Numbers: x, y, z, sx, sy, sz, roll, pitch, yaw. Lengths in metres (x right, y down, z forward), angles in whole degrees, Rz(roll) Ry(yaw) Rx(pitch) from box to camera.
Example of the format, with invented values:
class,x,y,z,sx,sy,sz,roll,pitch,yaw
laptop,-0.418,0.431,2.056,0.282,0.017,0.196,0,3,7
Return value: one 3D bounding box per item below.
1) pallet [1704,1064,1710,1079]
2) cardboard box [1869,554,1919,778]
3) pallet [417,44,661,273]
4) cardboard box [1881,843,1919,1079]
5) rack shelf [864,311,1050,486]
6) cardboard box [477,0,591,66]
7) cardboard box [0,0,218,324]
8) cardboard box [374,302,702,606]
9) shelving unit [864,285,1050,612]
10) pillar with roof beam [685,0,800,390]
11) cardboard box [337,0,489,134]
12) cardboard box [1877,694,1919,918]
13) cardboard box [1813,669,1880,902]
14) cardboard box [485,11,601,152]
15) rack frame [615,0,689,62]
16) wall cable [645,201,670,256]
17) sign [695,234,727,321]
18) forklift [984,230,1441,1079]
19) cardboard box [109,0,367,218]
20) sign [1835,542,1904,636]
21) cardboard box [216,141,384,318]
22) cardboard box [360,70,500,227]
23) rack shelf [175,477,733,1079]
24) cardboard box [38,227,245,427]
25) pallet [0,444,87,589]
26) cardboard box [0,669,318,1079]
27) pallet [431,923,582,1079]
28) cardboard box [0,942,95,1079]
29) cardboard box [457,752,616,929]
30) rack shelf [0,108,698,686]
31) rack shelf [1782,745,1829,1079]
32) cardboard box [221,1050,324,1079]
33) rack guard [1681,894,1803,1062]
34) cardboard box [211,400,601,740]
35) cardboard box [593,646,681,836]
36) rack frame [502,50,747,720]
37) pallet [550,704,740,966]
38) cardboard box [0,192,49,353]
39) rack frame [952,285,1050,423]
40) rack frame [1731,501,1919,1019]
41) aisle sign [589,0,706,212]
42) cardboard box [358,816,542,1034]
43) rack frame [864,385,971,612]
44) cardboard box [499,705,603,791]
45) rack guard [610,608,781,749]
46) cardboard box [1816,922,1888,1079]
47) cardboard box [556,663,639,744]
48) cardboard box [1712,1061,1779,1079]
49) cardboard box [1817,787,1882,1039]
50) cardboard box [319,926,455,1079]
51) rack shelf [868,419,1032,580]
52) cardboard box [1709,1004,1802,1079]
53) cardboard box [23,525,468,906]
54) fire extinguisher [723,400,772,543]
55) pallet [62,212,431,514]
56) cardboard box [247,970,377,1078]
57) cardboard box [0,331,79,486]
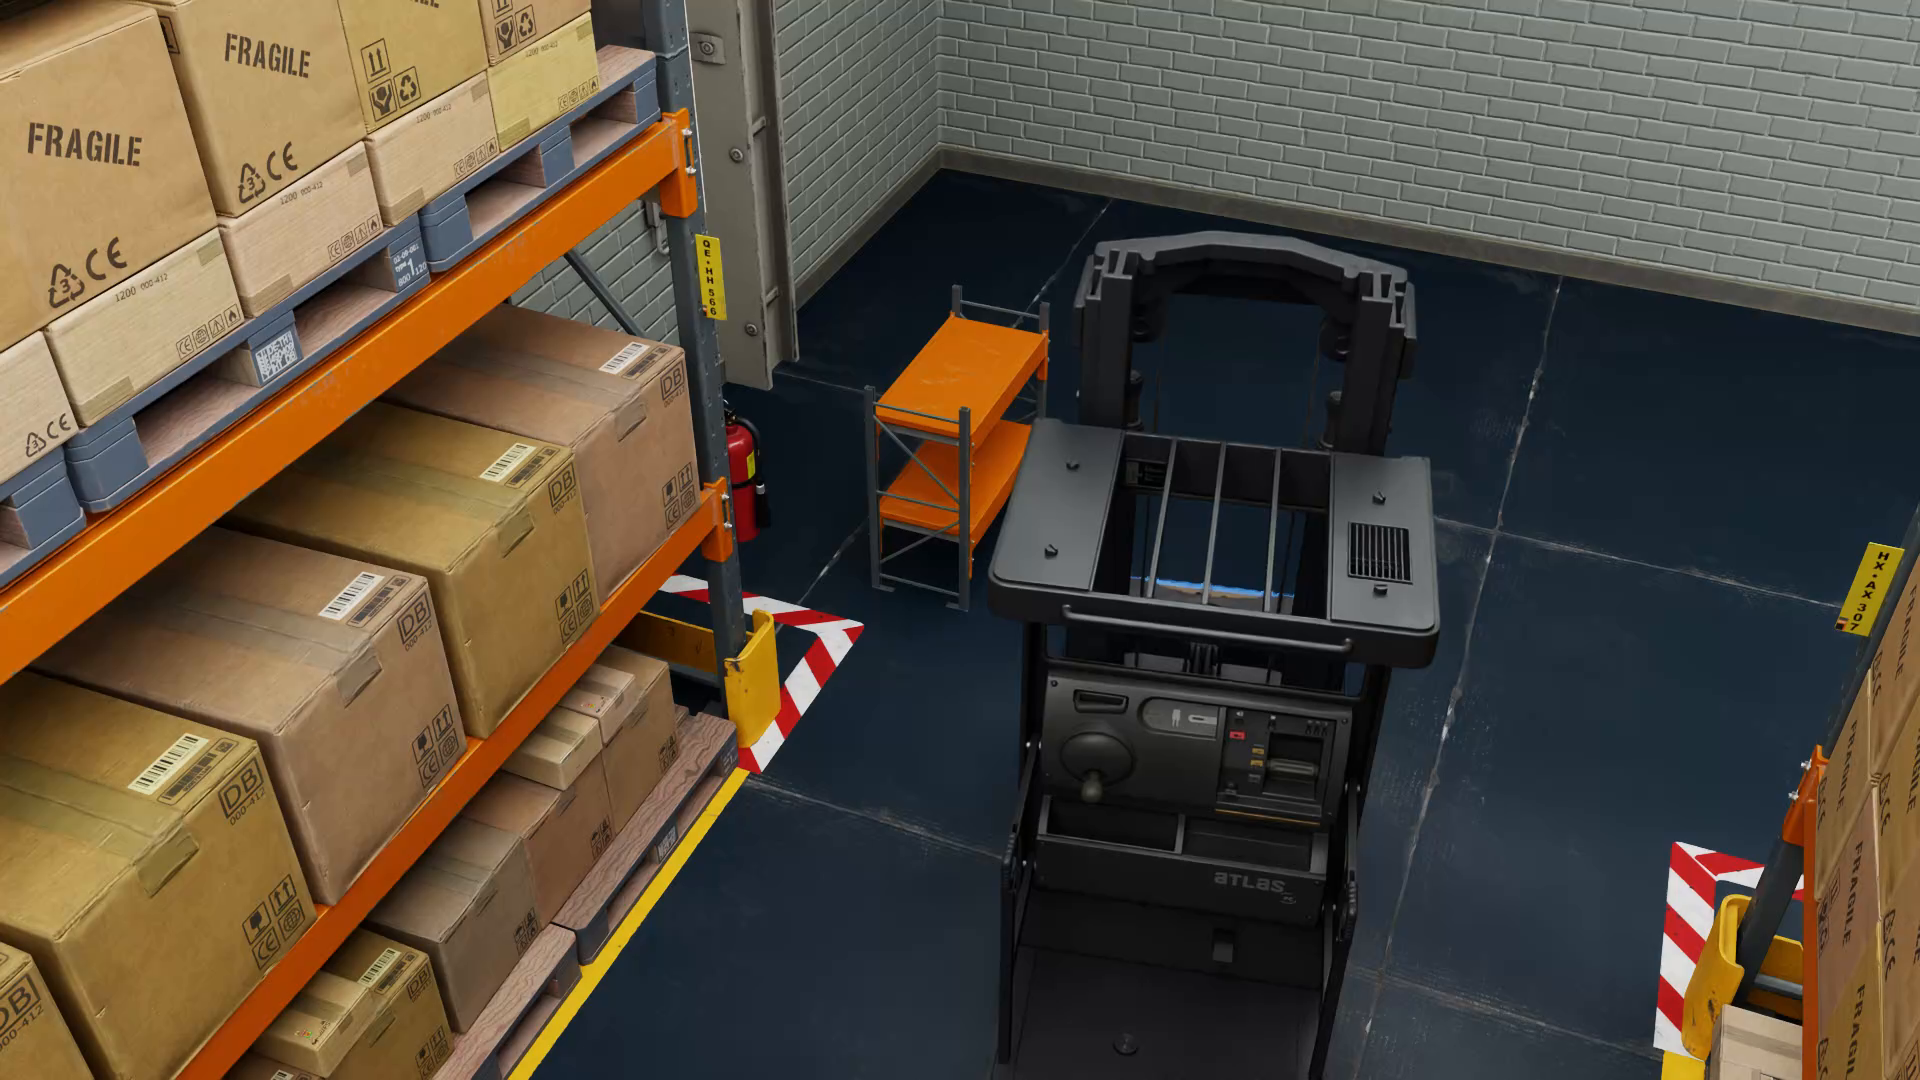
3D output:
class,x,y,z,sx,sy,sz,roll,pitch,yaw
pallet,2.864,2.220,5.205,1.003,0.211,1.213,14,39,18
cardboard box,2.783,0.365,4.440,0.500,0.500,0.500,15,39,19
pallet,-1.659,-1.260,5.100,1.003,0.211,1.213,14,39,18
cardboard box,2.396,0.932,3.681,0.500,0.500,0.500,14,39,18
rack shelf,0.003,-0.689,7.845,0.538,0.278,1.000,14,39,18
cardboard box,-1.413,-1.690,4.666,0.500,0.500,0.500,14,39,18
cardboard box,-2.005,-0.834,3.521,0.500,0.500,0.500,14,39,18
cardboard box,-1.572,-0.342,6.054,0.980,0.700,0.700,16,40,20
shelving unit,0.003,-0.454,8.020,0.538,1.125,1.048,14,39,18
pillar with roof beam,2.822,-3.621,5.680,9.100,9.000,0.400,14,39,18
cardboard box,-1.613,-1.415,4.298,0.500,0.500,0.500,15,39,19
cardboard box,2.591,0.656,4.050,0.500,0.500,0.500,14,39,18
cardboard box,2.783,0.765,4.739,0.500,0.500,0.500,15,39,19
cardboard box,-1.420,-1.391,4.892,0.500,0.250,0.500,15,39,19
rack frame,-1.387,-2.910,4.728,1.000,3.000,0.127,14,39,18
wall cable,-1.774,-1.838,7.457,0.084,1.984,1.851,14,39,18
sign,-0.890,-0.934,5.931,0.100,0.325,0.005,14,39,18
forklift,0.681,0.717,4.944,1.130,2.935,3.031,7,37,9
cardboard box,-1.804,-1.124,3.909,0.500,0.500,0.500,12,38,16
sign,2.694,0.149,4.923,0.100,0.325,0.005,14,39,18
cardboard box,-1.810,-0.813,4.119,0.500,0.250,0.500,13,39,16
cardboard box,-1.617,-1.102,4.506,0.500,0.250,0.500,12,39,16
rack shelf,-2.148,0.889,5.258,1.077,0.370,4.000,14,39,18
cardboard box,-2.007,-0.529,3.739,0.500,0.250,0.500,13,39,17
pallet,-2.588,0.091,3.293,1.003,0.211,1.213,14,39,18
cardboard box,-2.404,0.888,4.407,0.980,0.700,0.700,13,39,17
pallet,-2.084,1.744,5.842,1.003,0.211,1.213,14,39,18
cardboard box,-2.687,1.291,3.868,0.980,0.700,0.700,14,39,18
cardboard box,-1.751,1.014,6.227,0.700,0.500,0.500,14,39,18
rack shelf,-2.148,-0.313,4.360,1.077,0.370,4.000,14,39,18
rack shelf,2.435,2.015,3.751,1.077,0.370,4.000,14,39,18
cardboard box,-2.335,1.873,5.078,0.700,0.500,0.500,13,39,17
rack guard,3.167,1.663,5.709,1.175,0.500,0.348,14,39,18
cardboard box,-1.838,0.063,5.511,0.980,0.700,0.700,14,39,17
cardboard box,-1.561,0.736,6.598,0.700,0.500,0.500,14,39,18
rack frame,-1.387,-0.507,6.524,1.000,3.000,0.127,14,39,18
pallet,-1.619,1.071,6.743,1.003,0.211,1.213,14,39,18
cardboard box,-2.188,-0.559,3.153,0.500,0.500,0.500,13,39,17
rack frame,0.196,-0.736,8.396,0.500,1.125,0.032,14,39,18
rack frame,3.196,0.619,5.017,1.000,3.000,0.127,14,39,18
aisle sign,-1.082,-1.520,5.708,0.394,0.787,0.004,14,39,18
cardboard box,-1.942,1.292,5.854,0.700,0.500,0.500,13,39,16
rack frame,-0.191,-0.173,7.643,0.500,1.125,0.032,14,39,18
cardboard box,-1.538,0.731,6.063,0.380,0.149,0.250,15,39,19
rack guard,-1.378,0.481,7.290,1.175,0.500,0.348,14,39,18
cardboard box,2.398,1.329,3.984,0.500,0.500,0.500,14,39,18
cardboard box,-1.441,0.589,6.253,0.380,0.149,0.250,13,39,17
cardboard box,2.623,1.870,5.343,0.380,0.166,0.250,14,39,18
cardboard box,2.592,1.052,4.355,0.500,0.500,0.500,13,39,17
cardboard box,-2.138,1.589,5.457,0.700,0.500,0.500,15,39,19
rack shelf,0.003,-0.258,8.166,0.538,0.278,1.000,14,39,18
cardboard box,2.719,1.739,5.534,0.380,0.149,0.250,14,39,18
cardboard box,-2.137,0.483,4.949,0.980,0.700,0.700,12,38,16
fire extinguisher,-0.903,-0.305,6.630,0.296,0.674,0.183,14,39,18
pallet,-2.122,-0.582,4.193,1.003,0.211,1.213,14,39,18
cardboard box,-2.032,1.453,5.097,0.380,0.149,0.250,13,39,16
cardboard box,-2.195,-0.243,3.357,0.500,0.250,0.500,13,39,17
